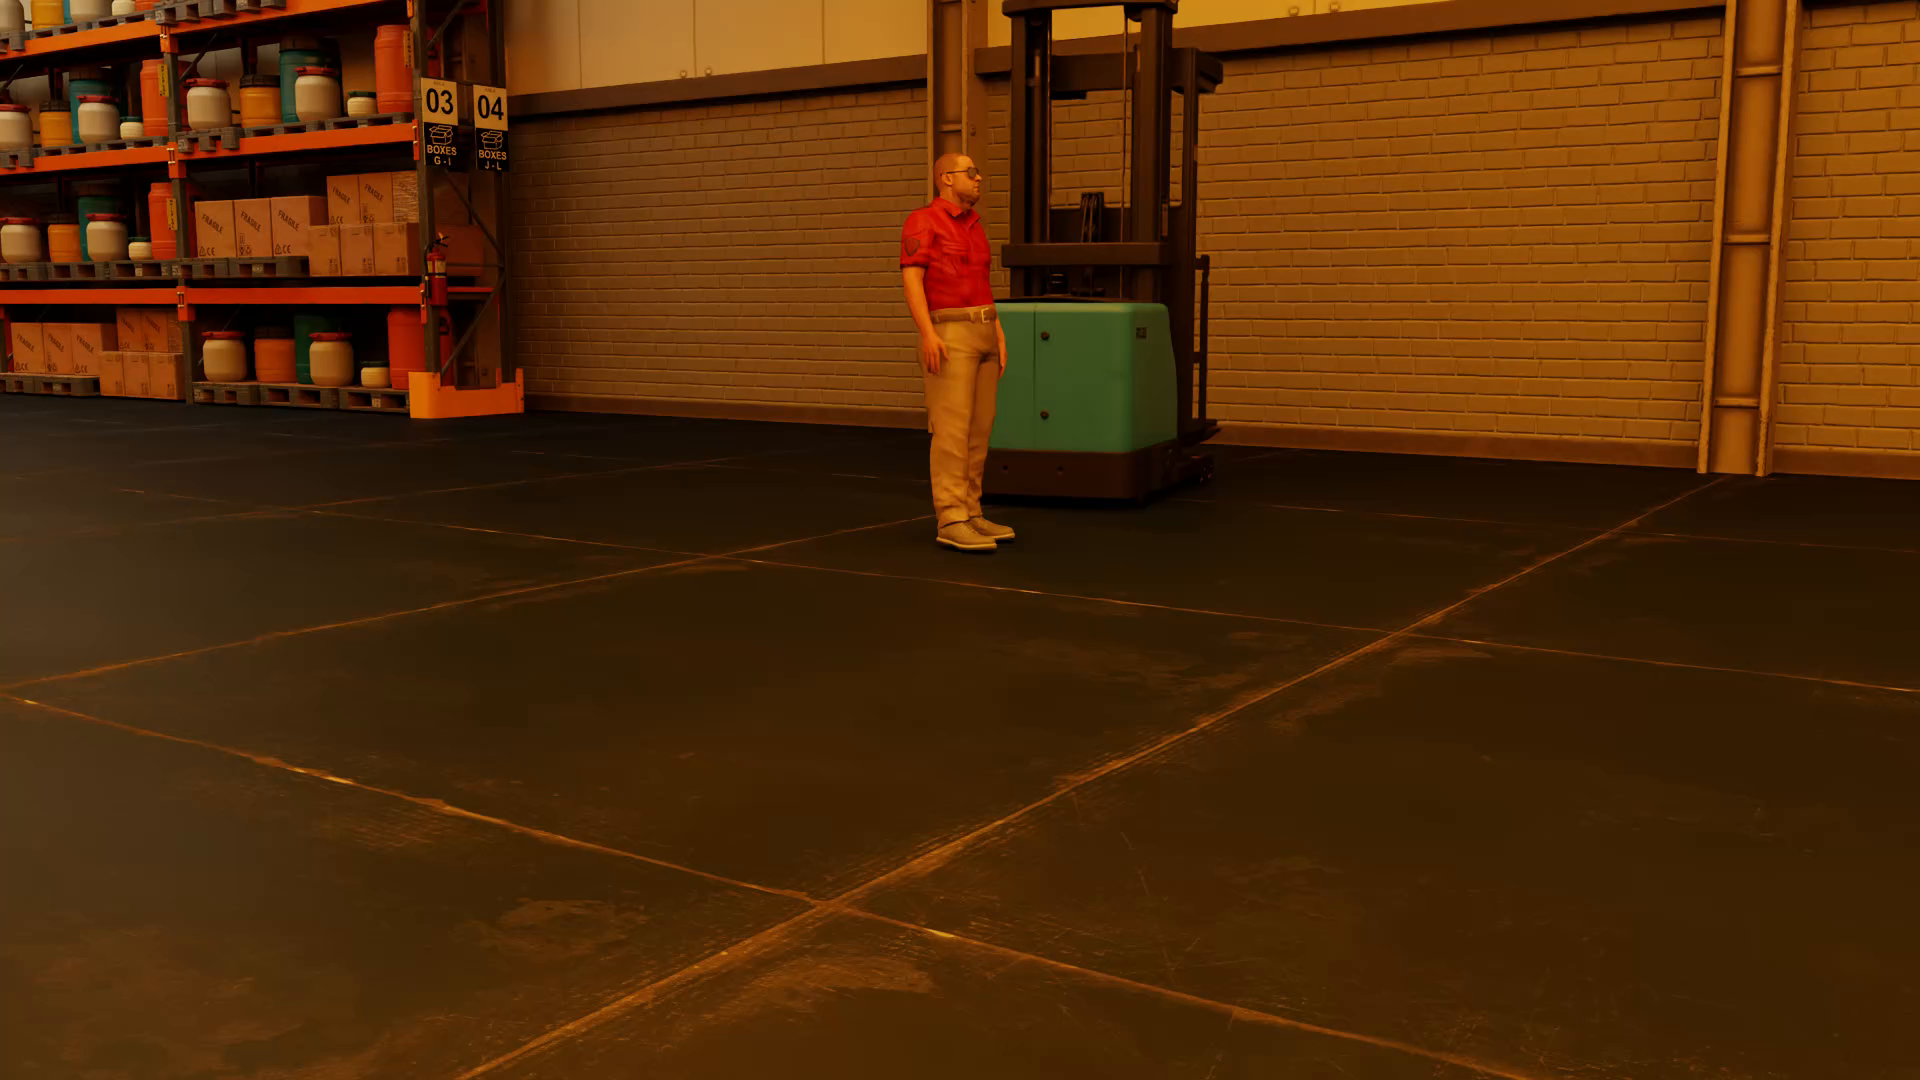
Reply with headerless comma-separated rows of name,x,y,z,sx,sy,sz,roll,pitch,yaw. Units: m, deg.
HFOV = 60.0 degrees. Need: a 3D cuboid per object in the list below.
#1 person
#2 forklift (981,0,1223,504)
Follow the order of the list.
person,0.068,-0.855,7.422,0.550,1.727,0.641,5,10,34
forklift,0.924,-1.812,9.934,1.130,2.935,3.031,3,9,21
